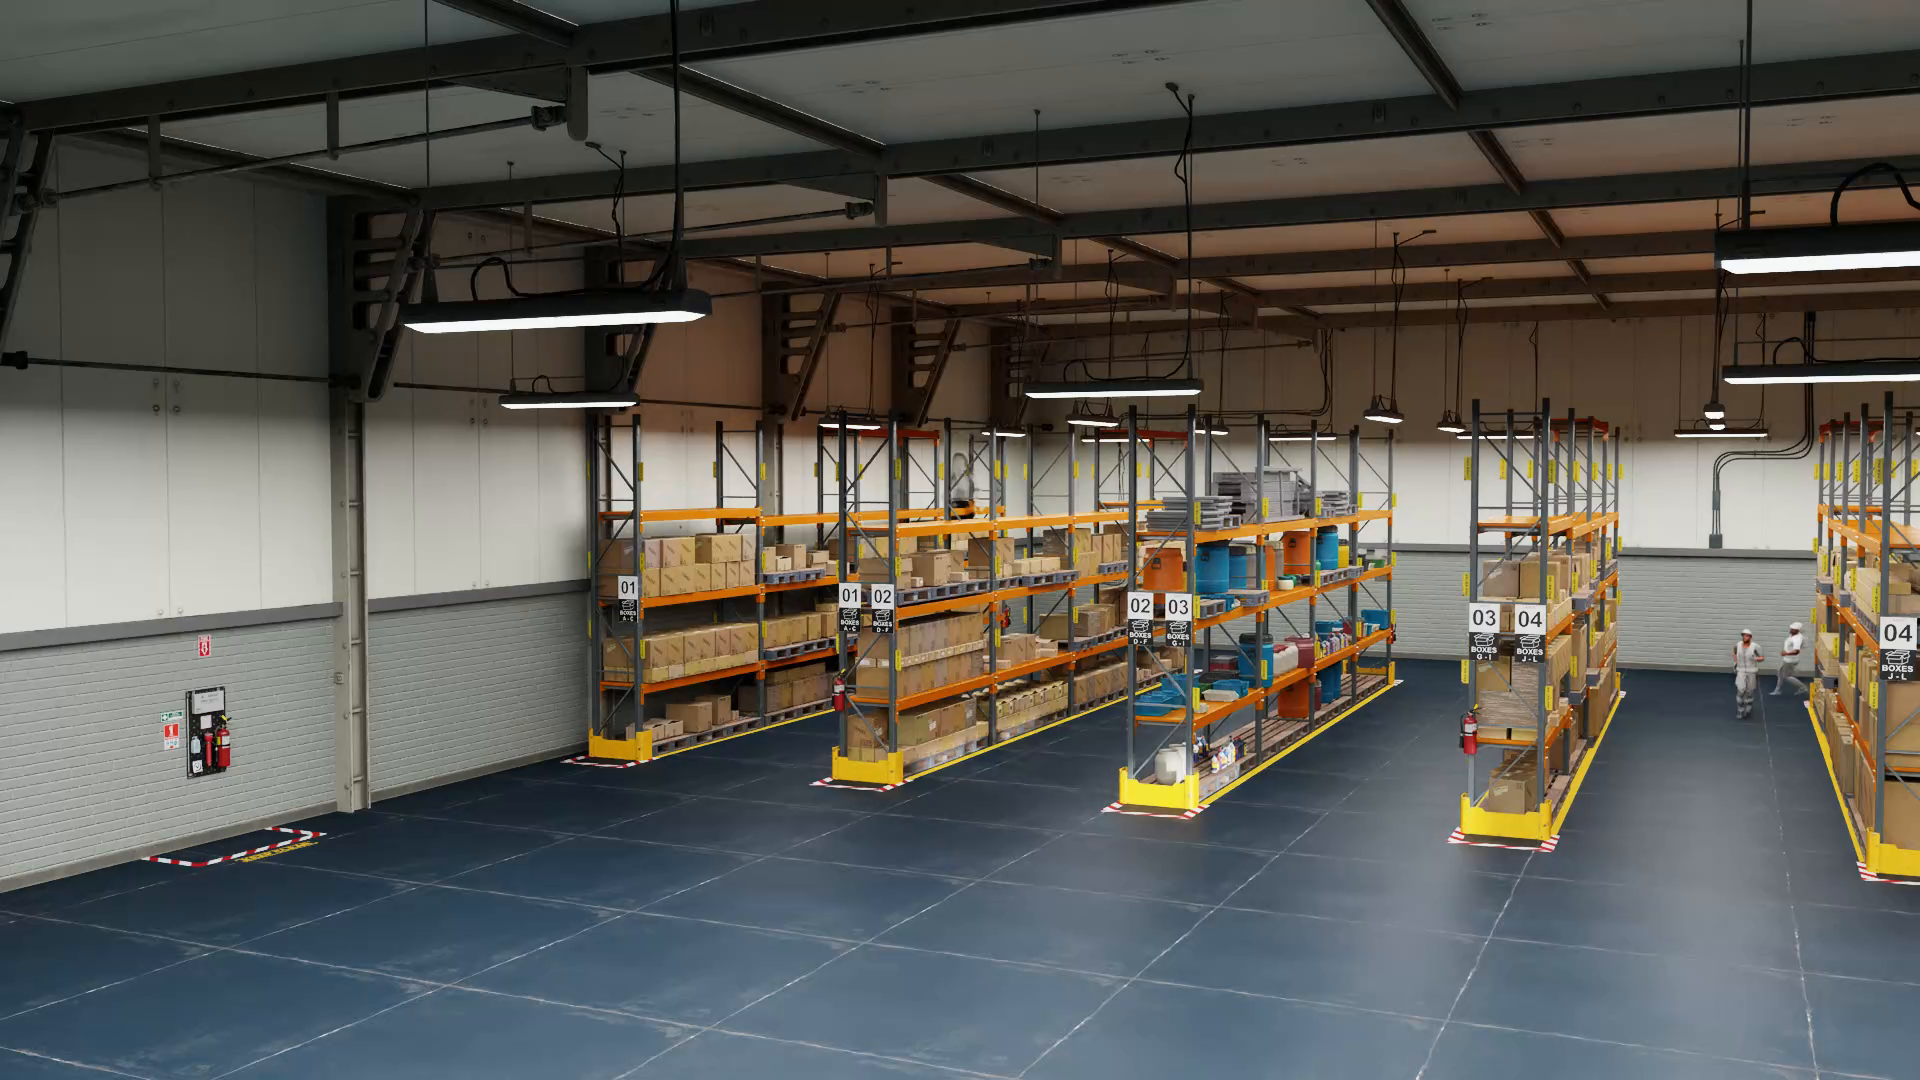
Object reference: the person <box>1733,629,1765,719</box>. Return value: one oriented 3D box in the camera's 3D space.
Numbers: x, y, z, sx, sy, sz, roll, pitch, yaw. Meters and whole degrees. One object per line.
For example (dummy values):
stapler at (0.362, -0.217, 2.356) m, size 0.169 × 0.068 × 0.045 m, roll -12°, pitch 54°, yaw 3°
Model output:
person at (16.007, 2.734, 33.785) m, size 0.616 × 1.851 × 0.779 m, roll 1°, pitch 3°, yaw 32°

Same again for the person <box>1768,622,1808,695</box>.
person at (18.267, 2.641, 36.688) m, size 0.811 × 1.698 × 0.791 m, roll 1°, pitch 3°, yaw 28°
